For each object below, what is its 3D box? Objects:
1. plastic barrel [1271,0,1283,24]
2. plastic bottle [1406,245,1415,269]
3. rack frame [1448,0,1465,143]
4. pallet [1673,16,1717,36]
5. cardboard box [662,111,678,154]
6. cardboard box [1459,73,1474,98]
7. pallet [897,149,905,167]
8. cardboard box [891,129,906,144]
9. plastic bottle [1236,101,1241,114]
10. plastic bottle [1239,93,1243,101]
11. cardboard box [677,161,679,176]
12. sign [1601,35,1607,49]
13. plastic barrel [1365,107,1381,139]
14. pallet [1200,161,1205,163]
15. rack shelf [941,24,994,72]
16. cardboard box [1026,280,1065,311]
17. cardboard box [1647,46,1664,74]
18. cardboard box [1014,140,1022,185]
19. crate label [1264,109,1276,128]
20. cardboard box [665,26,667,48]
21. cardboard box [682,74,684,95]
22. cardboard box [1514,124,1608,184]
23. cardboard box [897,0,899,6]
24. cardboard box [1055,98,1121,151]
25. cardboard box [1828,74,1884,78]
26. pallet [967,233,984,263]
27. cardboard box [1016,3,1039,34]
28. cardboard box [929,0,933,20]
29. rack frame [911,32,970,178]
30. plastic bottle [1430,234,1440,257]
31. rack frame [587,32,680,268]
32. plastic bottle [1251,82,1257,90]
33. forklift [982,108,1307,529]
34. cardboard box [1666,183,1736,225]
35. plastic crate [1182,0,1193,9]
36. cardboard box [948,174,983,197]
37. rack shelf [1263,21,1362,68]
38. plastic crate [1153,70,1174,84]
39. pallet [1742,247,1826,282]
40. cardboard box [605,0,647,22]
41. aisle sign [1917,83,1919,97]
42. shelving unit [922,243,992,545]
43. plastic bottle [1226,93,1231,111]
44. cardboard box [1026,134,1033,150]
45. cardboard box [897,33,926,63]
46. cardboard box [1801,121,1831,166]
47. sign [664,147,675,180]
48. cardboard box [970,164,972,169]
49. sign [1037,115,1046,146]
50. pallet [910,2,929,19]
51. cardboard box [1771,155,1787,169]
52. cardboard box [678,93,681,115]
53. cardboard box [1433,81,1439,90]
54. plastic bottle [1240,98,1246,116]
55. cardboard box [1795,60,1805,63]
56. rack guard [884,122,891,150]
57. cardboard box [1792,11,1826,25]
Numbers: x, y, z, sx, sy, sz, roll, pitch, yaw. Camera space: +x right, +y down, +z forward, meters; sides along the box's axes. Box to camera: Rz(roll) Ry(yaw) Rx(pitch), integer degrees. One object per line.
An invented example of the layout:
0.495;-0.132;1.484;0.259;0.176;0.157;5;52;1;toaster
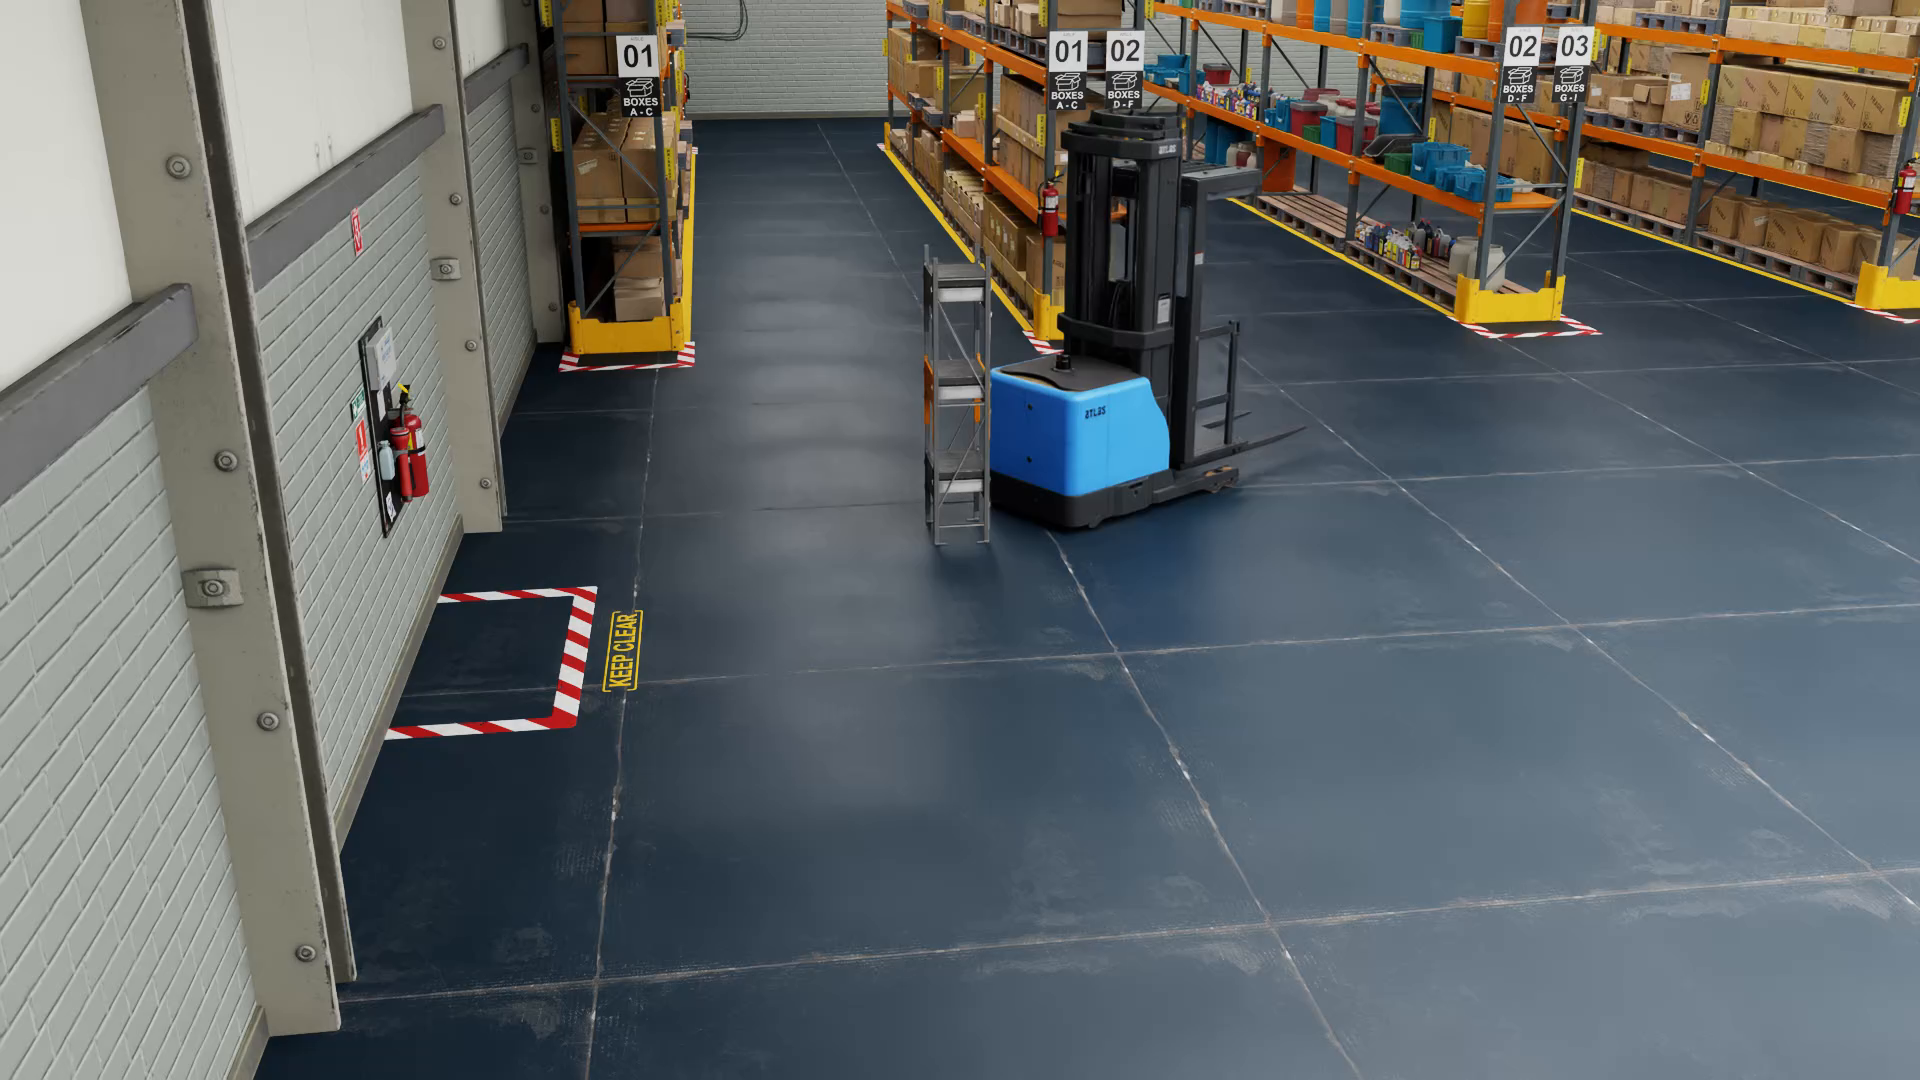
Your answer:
4.886;-8.013;24.937;0.421;0.512;0.421;0;20;0;plastic barrel
5.565;-3.496;20.542;0.061;0.283;0.133;-2;21;-6;plastic bottle
9.469;-8.313;30.187;1.000;3.000;0.127;-3;21;-8;rack frame
10.639;-7.080;22.866;1.213;0.211;1.003;-3;21;-8;pallet
-3.708;-4.936;20.260;0.500;0.500;0.500;-3;21;-8;cardboard box
9.288;-8.188;29.710;0.500;0.500;0.500;-3;21;-8;cardboard box
-0.611;-7.170;31.111;1.003;0.211;1.213;-3;21;-8;pallet
-1.041;-7.742;31.960;0.500;0.250;0.500;-3;21;-8;cardboard box
4.548;-7.027;27.028;0.097;0.201;0.097;0;20;0;plastic bottle
4.616;-7.210;27.399;0.061;0.283;0.133;-3;21;-8;plastic bottle
-3.714;-4.584;20.389;0.500;0.250;0.500;-3;21;-8;cardboard box
13.279;-10.292;34.247;0.100;0.325;0.005;-3;21;-8;sign
5.801;-5.700;22.995;0.433;0.535;0.433;0;20;0;plastic barrel
4.638;-6.488;29.286;1.003;0.211;1.213;-3;21;-8;pallet
0.531;-6.806;22.892;1.077;0.370;4.000;-3;21;-8;rack shelf
1.026;-2.740;18.594;0.500;0.250;0.500;-3;21;-8;cardboard box
13.847;-9.400;32.528;0.500;0.500;0.500;-3;21;-9;cardboard box
1.040;-4.583;20.055;0.700;0.500;0.500;-3;21;-7;cardboard box
4.835;-6.435;25.399;0.303;0.233;0.416;-3;21;-8;crate label
-3.764;-6.092;19.782;0.500;0.500;0.500;-2;21;-6;cardboard box
-5.512;-8.398;29.984;0.980;0.700;0.700;-4;21;-10;cardboard box
9.967;-6.370;27.420;1.225;0.875;0.875;-4;21;-10;cardboard box
-0.877;-9.825;30.161;0.500;0.250;0.500;-3;21;-8;cardboard box
1.334;-4.495;17.968;0.700;0.500;0.500;-3;21;-8;cardboard box
11.173;-5.537;20.756;0.500;0.500;0.500;-3;21;-8;cardboard box
0.674;-3.992;22.603;1.003;0.211;1.213;-3;21;-8;pallet
0.889;-5.864;18.669;0.500;0.311;0.500;-1;20;-1;cardboard box
-0.002;-8.388;25.958;0.910;0.500;0.500;-3;21;-8;cardboard box
-0.334;-7.815;28.853;1.000;3.000;0.127;-3;21;-8;rack frame
6.088;-3.779;21.299;0.061;0.283;0.133;-3;21;-8;plastic bottle
-4.082;-4.794;20.765;1.000;3.000;0.127;-3;21;-8;rack frame
5.051;-7.675;28.548;0.144;0.351;0.185;-3;21;-8;plastic bottle
1.608;-1.871;13.036;3.031;2.935;1.130;-17;27;-38;forklift
10.555;-4.792;23.704;0.700;0.500;0.500;-5;21;-12;cardboard box
4.208;-9.501;29.383;0.450;0.188;0.662;-3;21;-8;plastic crate
0.112;-5.224;24.444;0.500;0.311;0.500;-3;21;-9;cardboard box
5.433;-7.054;23.558;1.077;0.370;4.000;-3;21;-8;rack shelf
3.891;-8.840;31.752;0.416;0.233;0.300;-3;21;-8;plastic crate
10.934;-3.583;21.508;1.003;0.211;1.213;-3;21;-8;pallet
-3.321;-5.485;16.726;0.500;0.500;0.500;-4;21;-12;cardboard box
10.911;-5.340;18.511;0.394;0.787;0.004;-3;21;-8;aisle sign
-0.024;-1.041;12.002;0.431;2.100;0.503;-3;21;-8;shelving unit
4.454;-7.248;27.503;0.061;0.283;0.133;-3;21;-8;plastic bottle
0.964;-4.582;19.127;0.380;0.149;0.250;-2;21;-6;cardboard box
-0.883;-9.018;30.503;0.500;0.500;0.500;-3;21;-8;cardboard box
10.927;-4.879;20.424;0.875;0.500;0.500;-3;21;-8;cardboard box
-2.969;-3.842;16.979;0.100;0.325;0.005;-3;21;-8;sign
0.379;-5.818;26.451;0.500;0.500;0.500;-4;21;-10;cardboard box
0.857;-4.291;17.425;0.100;0.325;0.005;-3;21;-8;sign
-0.157;-8.544;26.786;1.213;0.211;1.003;-3;21;-8;pallet
10.585;-4.818;21.187;0.380;0.149;0.250;-3;21;-8;cardboard box
-4.542;-6.737;25.371;0.500;0.500;0.500;-2;21;-6;cardboard box
9.027;-8.463;30.946;0.380;0.149;0.250;-3;21;-9;cardboard box
4.576;-6.993;26.835;0.097;0.271;0.097;0;20;0;plastic bottle
14.830;-8.306;29.076;0.380;0.149;0.250;-4;21;-10;cardboard box
-0.900;-8.003;32.928;1.175;0.500;0.348;-3;21;-8;rack guard
10.590;-6.488;20.656;0.380;0.149;0.250;-3;21;-9;cardboard box
